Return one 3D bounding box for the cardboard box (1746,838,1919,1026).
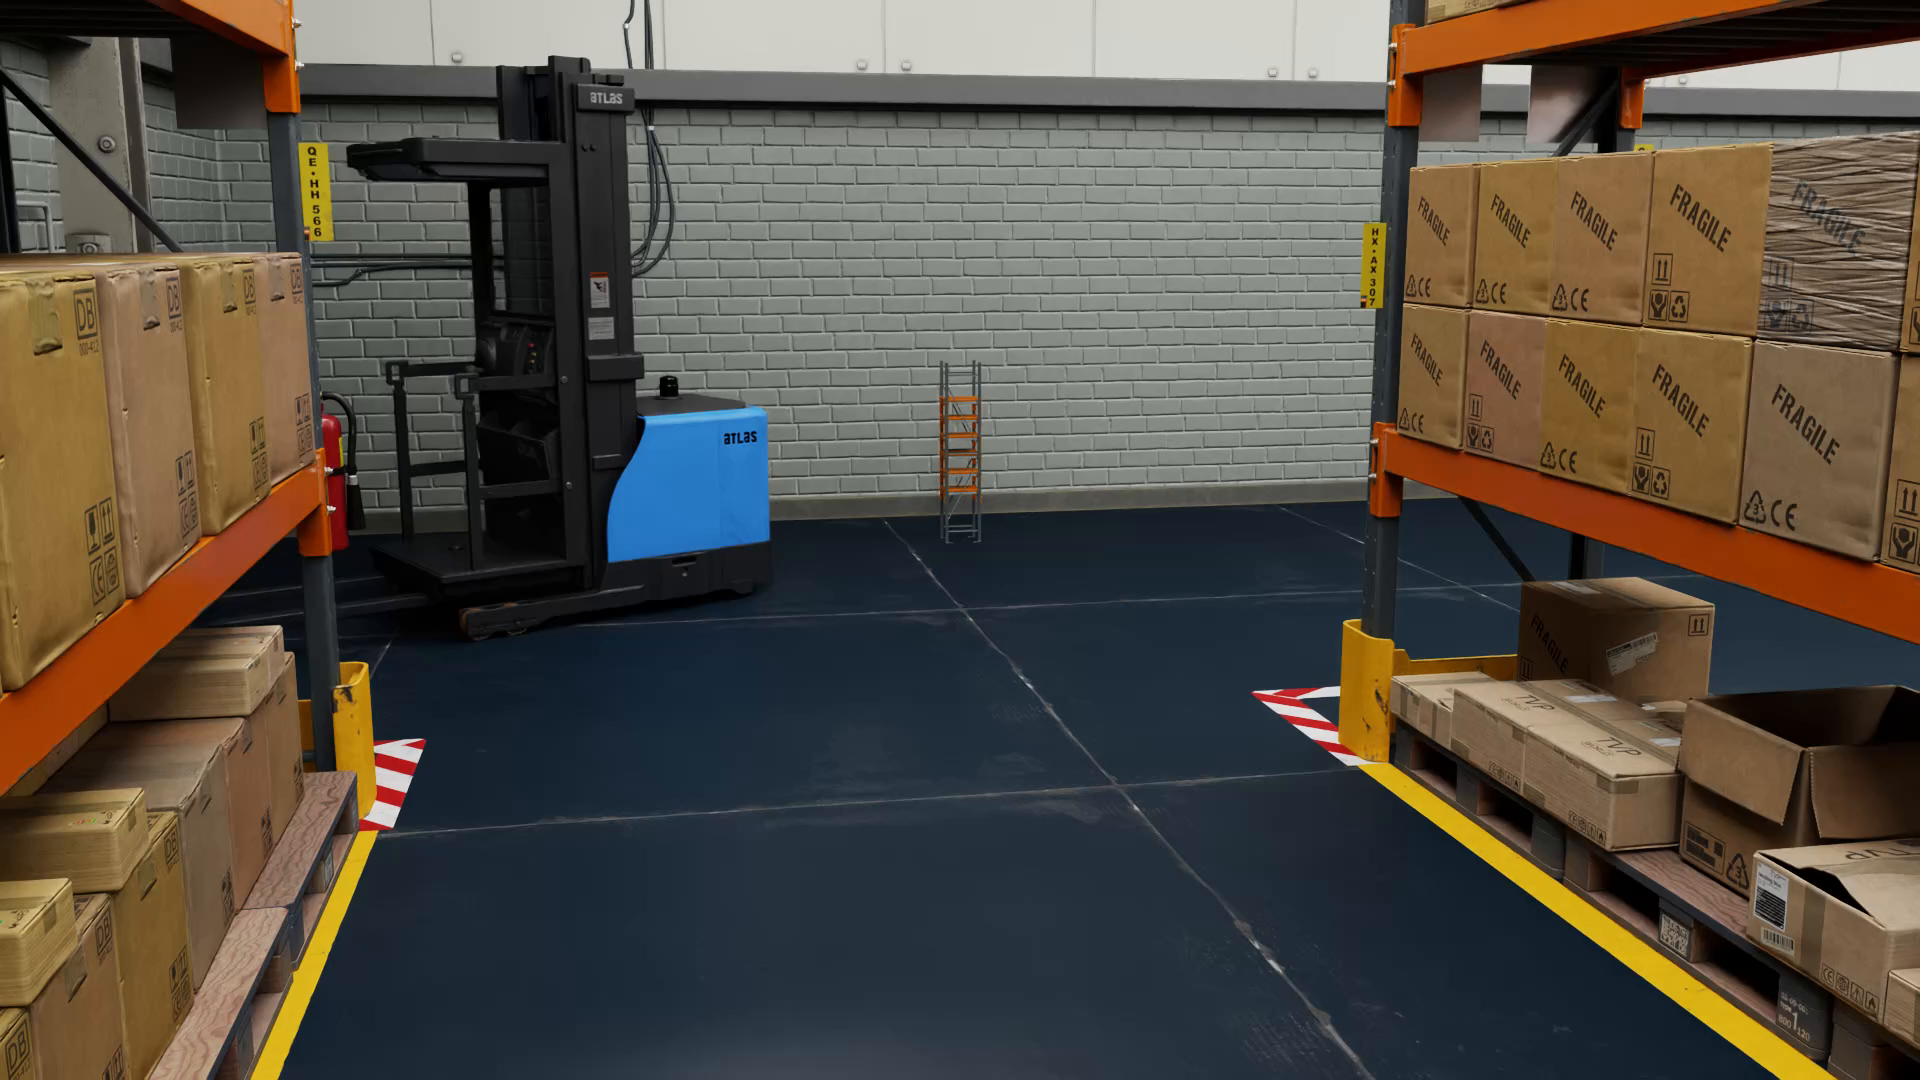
[{"bbox_3d":[2.380,0.949,4.202,0.500,0.311,0.500,-2,11,-11],"label":"cardboard box"}]

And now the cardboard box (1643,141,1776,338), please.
[{"bbox_3d":[2.266,-0.826,4.573,0.500,0.500,0.500,-2,11,-12],"label":"cardboard box"}]

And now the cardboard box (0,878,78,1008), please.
[{"bbox_3d":[-1.876,0.750,3.063,0.380,0.149,0.250,-2,11,-9],"label":"cardboard box"}]

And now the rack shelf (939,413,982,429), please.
[{"bbox_3d":[0.003,-0.779,11.034,0.258,0.103,0.180,-2,11,-11],"label":"rack shelf"}]

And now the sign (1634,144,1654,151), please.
[{"bbox_3d":[2.685,-1.398,6.578,0.100,0.325,0.005,-2,11,-11],"label":"sign"}]

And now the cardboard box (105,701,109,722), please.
[{"bbox_3d":[-2.609,0.428,4.752,0.380,0.149,0.250,-2,11,-11],"label":"cardboard box"}]

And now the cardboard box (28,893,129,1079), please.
[{"bbox_3d":[-2.083,1.045,3.244,0.700,0.500,0.500,-2,11,-12],"label":"cardboard box"}]

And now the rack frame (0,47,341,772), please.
[{"bbox_3d":[-2.722,-0.477,5.679,1.000,3.000,0.127,-2,11,-11],"label":"rack frame"}]

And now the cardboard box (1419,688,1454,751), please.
[{"bbox_3d":[1.930,0.653,6.143,0.380,0.166,0.250,-2,11,-11],"label":"cardboard box"}]

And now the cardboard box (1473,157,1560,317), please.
[{"bbox_3d":[2.073,-1.011,5.546,0.500,0.500,0.500,-2,11,-10],"label":"cardboard box"}]

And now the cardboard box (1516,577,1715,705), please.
[{"bbox_3d":[2.484,0.445,6.345,0.500,0.500,0.500,-2,11,-11],"label":"cardboard box"}]

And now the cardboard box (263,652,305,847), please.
[{"bbox_3d":[-2.487,0.670,5.218,0.700,0.500,0.500,-2,11,-11],"label":"cardboard box"}]

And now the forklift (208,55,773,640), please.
[{"bbox_3d":[-2.552,-1.037,8.808,3.031,2.935,1.130,-8,14,-37],"label":"forklift"}]

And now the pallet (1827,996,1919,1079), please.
[{"bbox_3d":[2.782,1.320,3.697,1.003,0.211,1.213,-2,11,-11],"label":"pallet"}]

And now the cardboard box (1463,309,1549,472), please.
[{"bbox_3d":[2.070,-0.521,5.646,0.500,0.500,0.500,-2,11,-12],"label":"cardboard box"}]

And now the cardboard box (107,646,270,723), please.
[{"bbox_3d":[-2.233,0.415,4.822,0.380,0.149,0.250,-2,11,-9],"label":"cardboard box"}]

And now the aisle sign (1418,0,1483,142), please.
[{"bbox_3d":[1.835,-1.936,6.396,0.394,0.787,0.004,-2,11,-11],"label":"aisle sign"}]

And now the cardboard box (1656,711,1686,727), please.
[{"bbox_3d":[2.639,0.743,5.447,0.500,0.250,0.500,-2,11,-11],"label":"cardboard box"}]

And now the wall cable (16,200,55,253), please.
[{"bbox_3d":[-3.899,-1.176,6.637,0.084,1.984,1.851,-2,11,-11],"label":"wall cable"}]

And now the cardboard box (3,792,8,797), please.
[{"bbox_3d":[-2.411,0.614,3.774,0.380,0.149,0.250,-2,11,-12],"label":"cardboard box"}]

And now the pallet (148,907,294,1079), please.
[{"bbox_3d":[-2.256,1.260,4.011,1.003,0.211,1.213,-2,11,-11],"label":"pallet"}]

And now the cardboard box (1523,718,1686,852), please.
[{"bbox_3d":[2.159,0.771,5.303,0.500,0.250,0.500,-2,11,-11],"label":"cardboard box"}]

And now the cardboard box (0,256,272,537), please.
[{"bbox_3d":[-2.460,-0.398,4.462,0.980,0.700,0.700,-2,11,-11],"label":"cardboard box"}]

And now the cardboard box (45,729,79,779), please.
[{"bbox_3d":[-2.510,0.521,4.265,0.380,0.149,0.250,-2,11,-10],"label":"cardboard box"}]

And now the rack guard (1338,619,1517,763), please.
[{"bbox_3d":[2.151,0.584,6.789,1.175,0.500,0.348,-2,11,-11],"label":"rack guard"}]

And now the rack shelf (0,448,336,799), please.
[{"bbox_3d":[-2.333,0.243,3.819,1.077,0.370,4.000,-2,11,-11],"label":"rack shelf"}]

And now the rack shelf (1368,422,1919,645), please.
[{"bbox_3d":[2.526,0.063,4.769,1.077,0.370,4.000,-2,11,-11],"label":"rack shelf"}]

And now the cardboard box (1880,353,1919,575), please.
[{"bbox_3d":[2.464,-0.150,3.694,0.500,0.500,0.500,-2,11,-9],"label":"cardboard box"}]

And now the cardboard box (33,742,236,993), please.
[{"bbox_3d":[-2.292,0.854,4.251,0.700,0.500,0.500,-2,11,-13],"label":"cardboard box"}]

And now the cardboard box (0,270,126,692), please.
[{"bbox_3d":[-2.170,-0.125,3.027,0.980,0.700,0.700,-2,11,-12],"label":"cardboard box"}]

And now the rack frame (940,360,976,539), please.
[{"bbox_3d":[-0.015,-0.604,11.159,0.240,1.200,0.006,-2,11,-11],"label":"rack frame"}]

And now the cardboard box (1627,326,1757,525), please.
[{"bbox_3d":[2.260,-0.337,4.679,0.500,0.500,0.500,-2,11,-10],"label":"cardboard box"}]

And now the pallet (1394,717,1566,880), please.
[{"bbox_3d":[2.307,0.873,6.048,1.003,0.211,1.213,-2,11,-11],"label":"pallet"}]

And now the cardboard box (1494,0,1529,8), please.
[{"bbox_3d":[2.072,-1.862,5.335,0.500,0.250,0.500,-2,11,-11],"label":"cardboard box"}]

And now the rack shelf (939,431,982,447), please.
[{"bbox_3d":[0.003,-0.661,11.056,0.258,0.103,0.180,-2,11,-11],"label":"rack shelf"}]

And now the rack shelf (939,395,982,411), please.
[{"bbox_3d":[0.003,-0.897,11.011,0.258,0.103,0.180,-2,11,-11],"label":"rack shelf"}]

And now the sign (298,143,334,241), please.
[{"bbox_3d":[-2.187,-1.179,5.639,0.100,0.325,0.005,-2,11,-11],"label":"sign"}]

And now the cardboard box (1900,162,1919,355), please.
[{"bbox_3d":[2.460,-0.641,3.603,0.500,0.500,0.500,-2,11,-12],"label":"cardboard box"}]

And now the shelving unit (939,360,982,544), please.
[{"bbox_3d":[0.003,-0.587,11.070,0.258,1.200,0.189,-2,11,-11],"label":"shelving unit"}]
